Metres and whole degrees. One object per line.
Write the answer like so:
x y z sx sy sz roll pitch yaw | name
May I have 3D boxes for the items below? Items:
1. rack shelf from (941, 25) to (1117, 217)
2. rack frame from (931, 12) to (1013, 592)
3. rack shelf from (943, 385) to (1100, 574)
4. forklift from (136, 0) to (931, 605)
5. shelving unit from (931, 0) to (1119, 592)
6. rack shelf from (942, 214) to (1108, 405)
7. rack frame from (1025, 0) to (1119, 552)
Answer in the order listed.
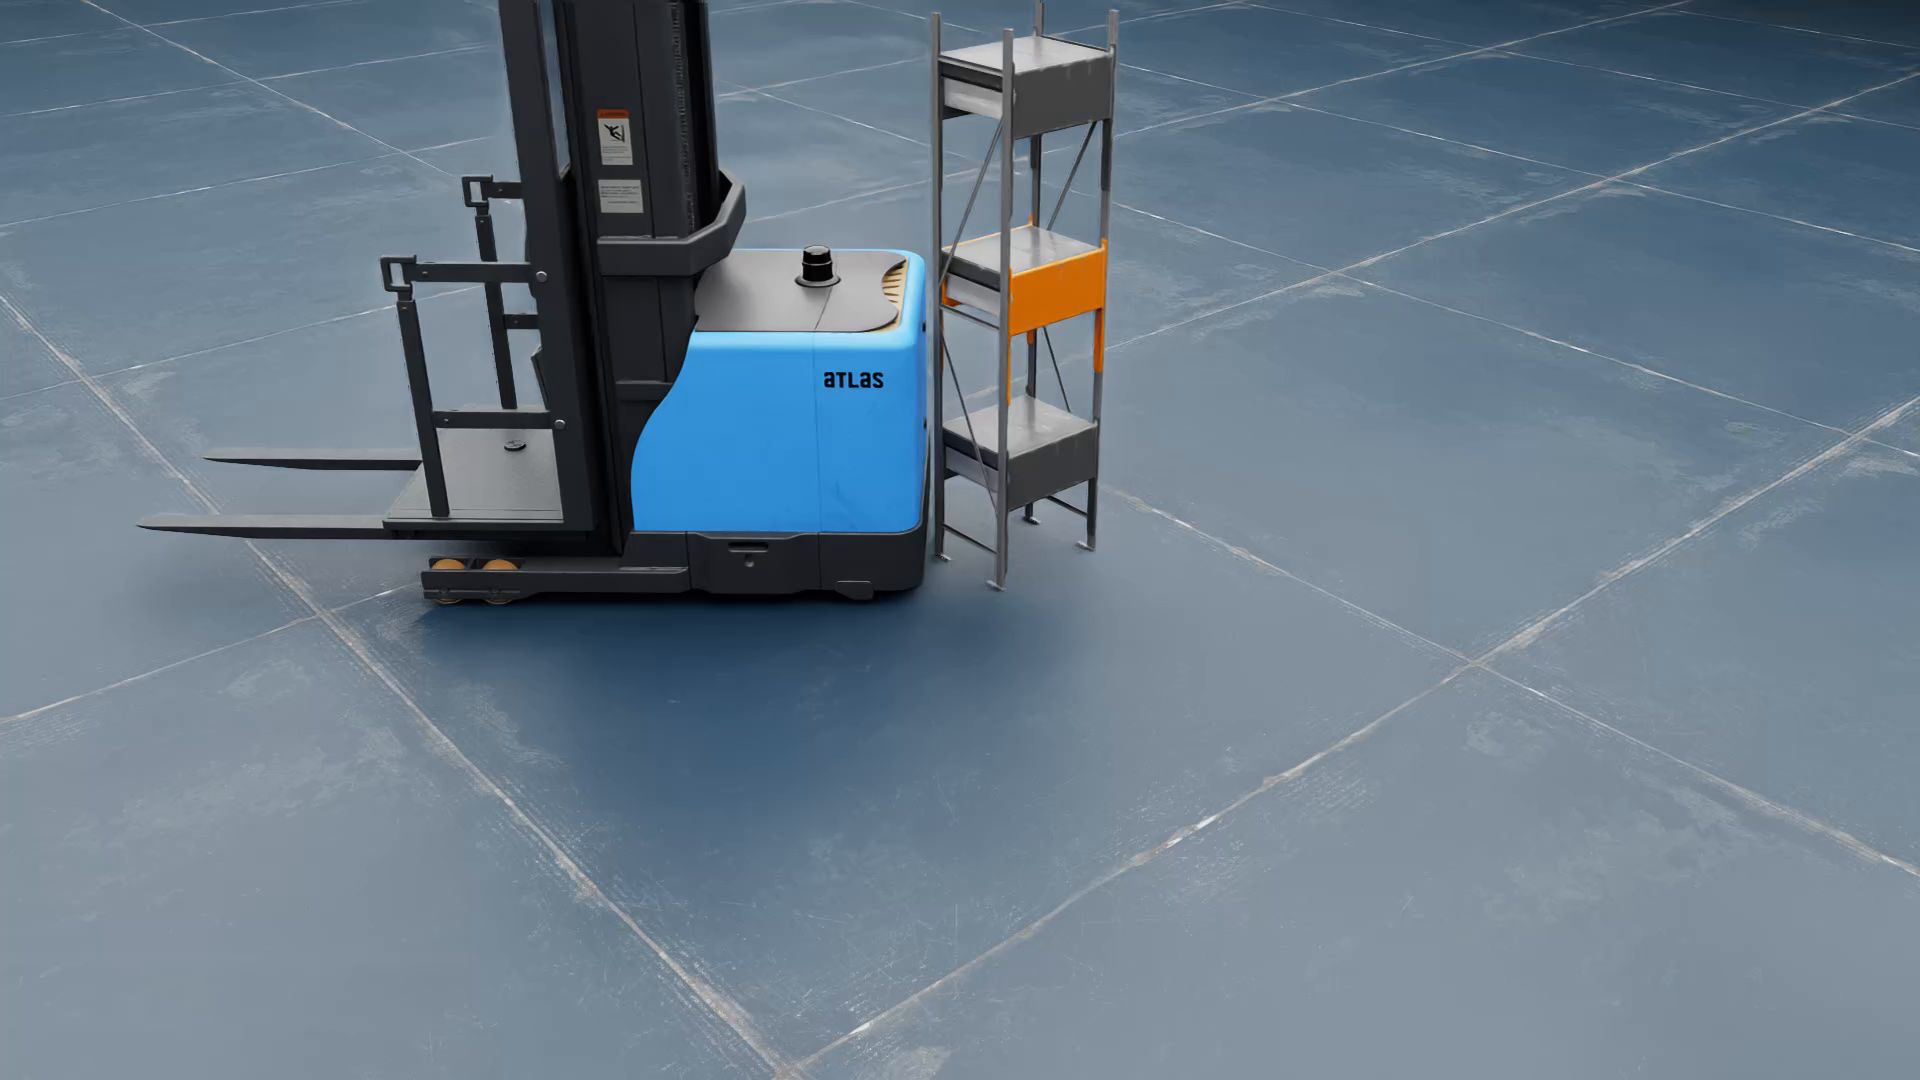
0.222 -1.479 5.834 0.480 0.518 0.431 -22 35 -35 | rack shelf
0.037 -0.798 6.016 0.015 2.100 0.400 -22 35 -35 | rack frame
0.222 -0.244 6.494 0.480 0.518 0.431 -22 35 -35 | rack shelf
-1.647 -1.297 6.068 3.031 2.935 1.130 0 28 1 | forklift
0.222 -0.874 6.157 0.503 2.100 0.431 -22 35 -35 | shelving unit
0.222 -0.862 6.164 0.480 0.518 0.431 -22 35 -35 | rack shelf
0.406 -0.949 6.298 0.015 2.100 0.400 -22 35 -35 | rack frame
